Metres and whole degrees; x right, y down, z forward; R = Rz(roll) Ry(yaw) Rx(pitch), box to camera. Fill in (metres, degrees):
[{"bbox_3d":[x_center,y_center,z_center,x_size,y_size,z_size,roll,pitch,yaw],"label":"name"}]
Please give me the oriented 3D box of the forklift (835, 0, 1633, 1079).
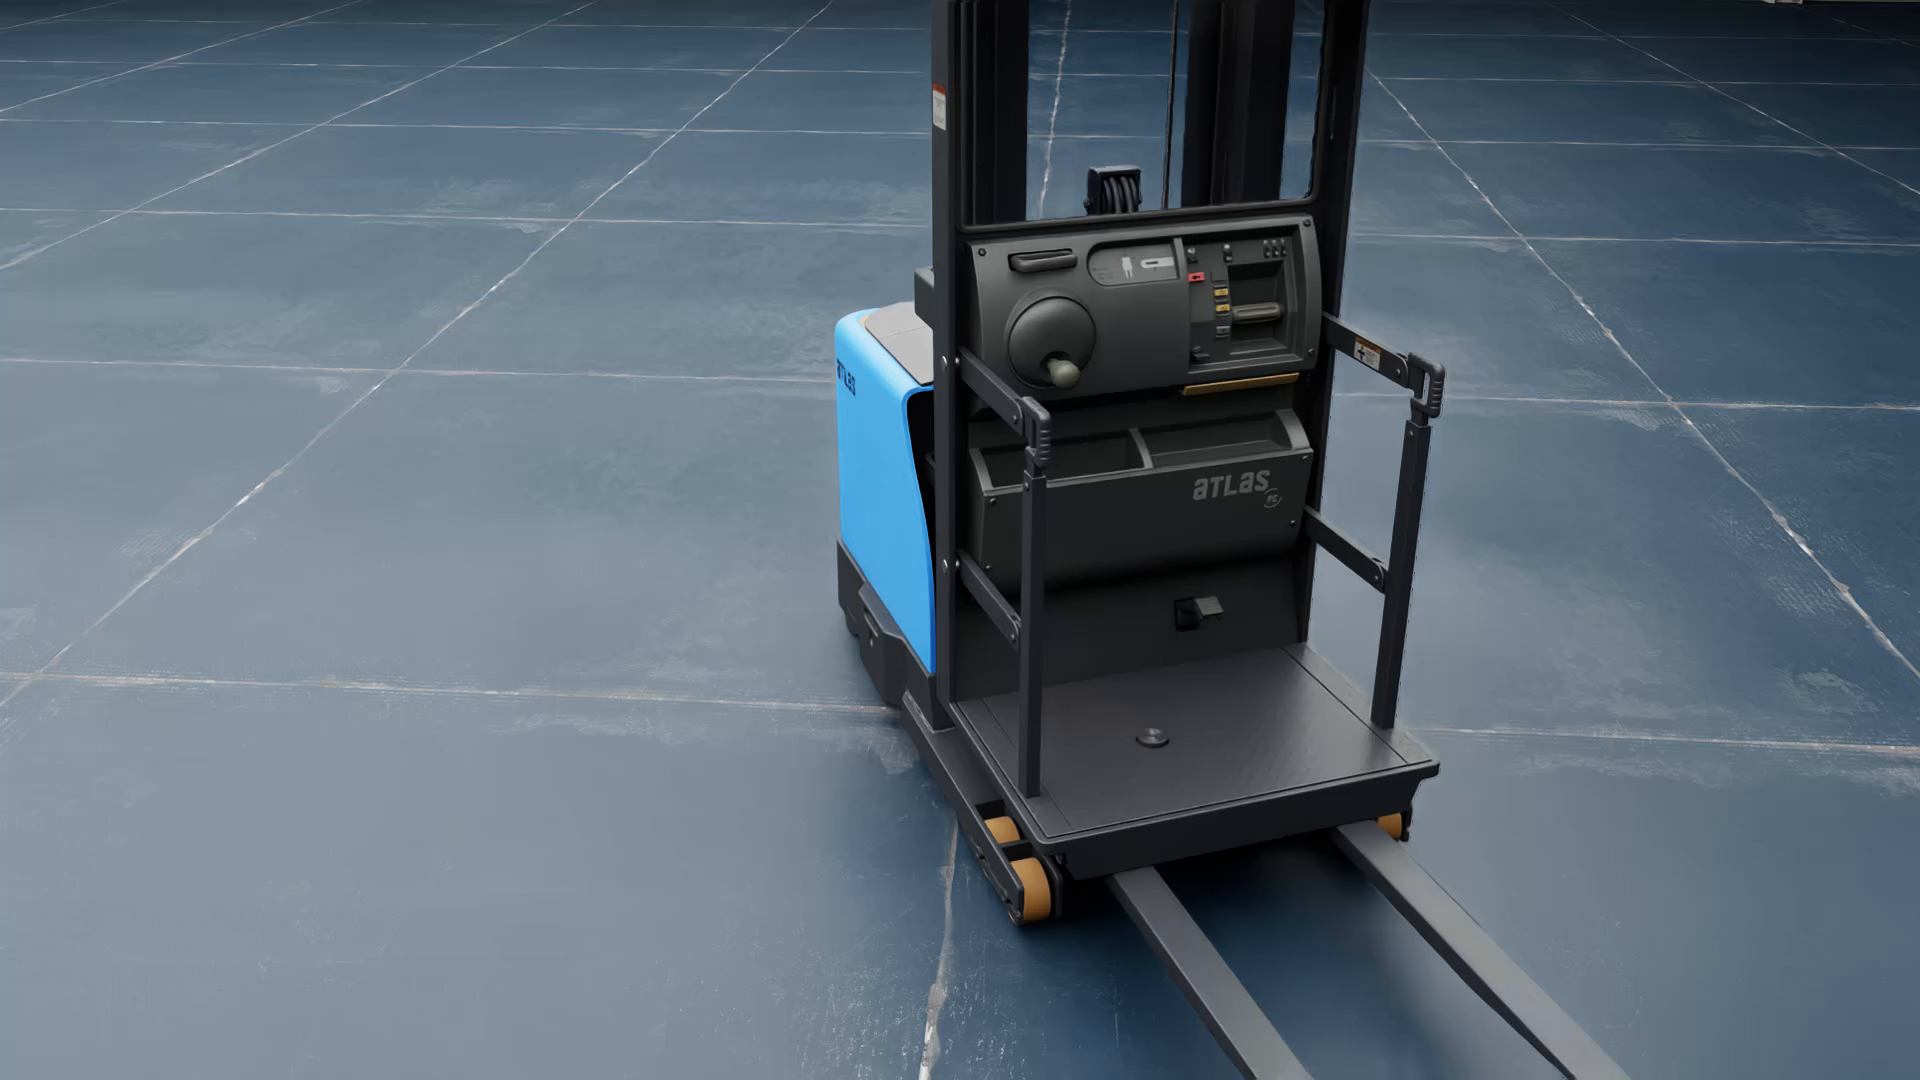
[{"bbox_3d":[0.548,-0.561,3.963,1.130,2.935,3.031,-8,26,-17],"label":"forklift"}]
